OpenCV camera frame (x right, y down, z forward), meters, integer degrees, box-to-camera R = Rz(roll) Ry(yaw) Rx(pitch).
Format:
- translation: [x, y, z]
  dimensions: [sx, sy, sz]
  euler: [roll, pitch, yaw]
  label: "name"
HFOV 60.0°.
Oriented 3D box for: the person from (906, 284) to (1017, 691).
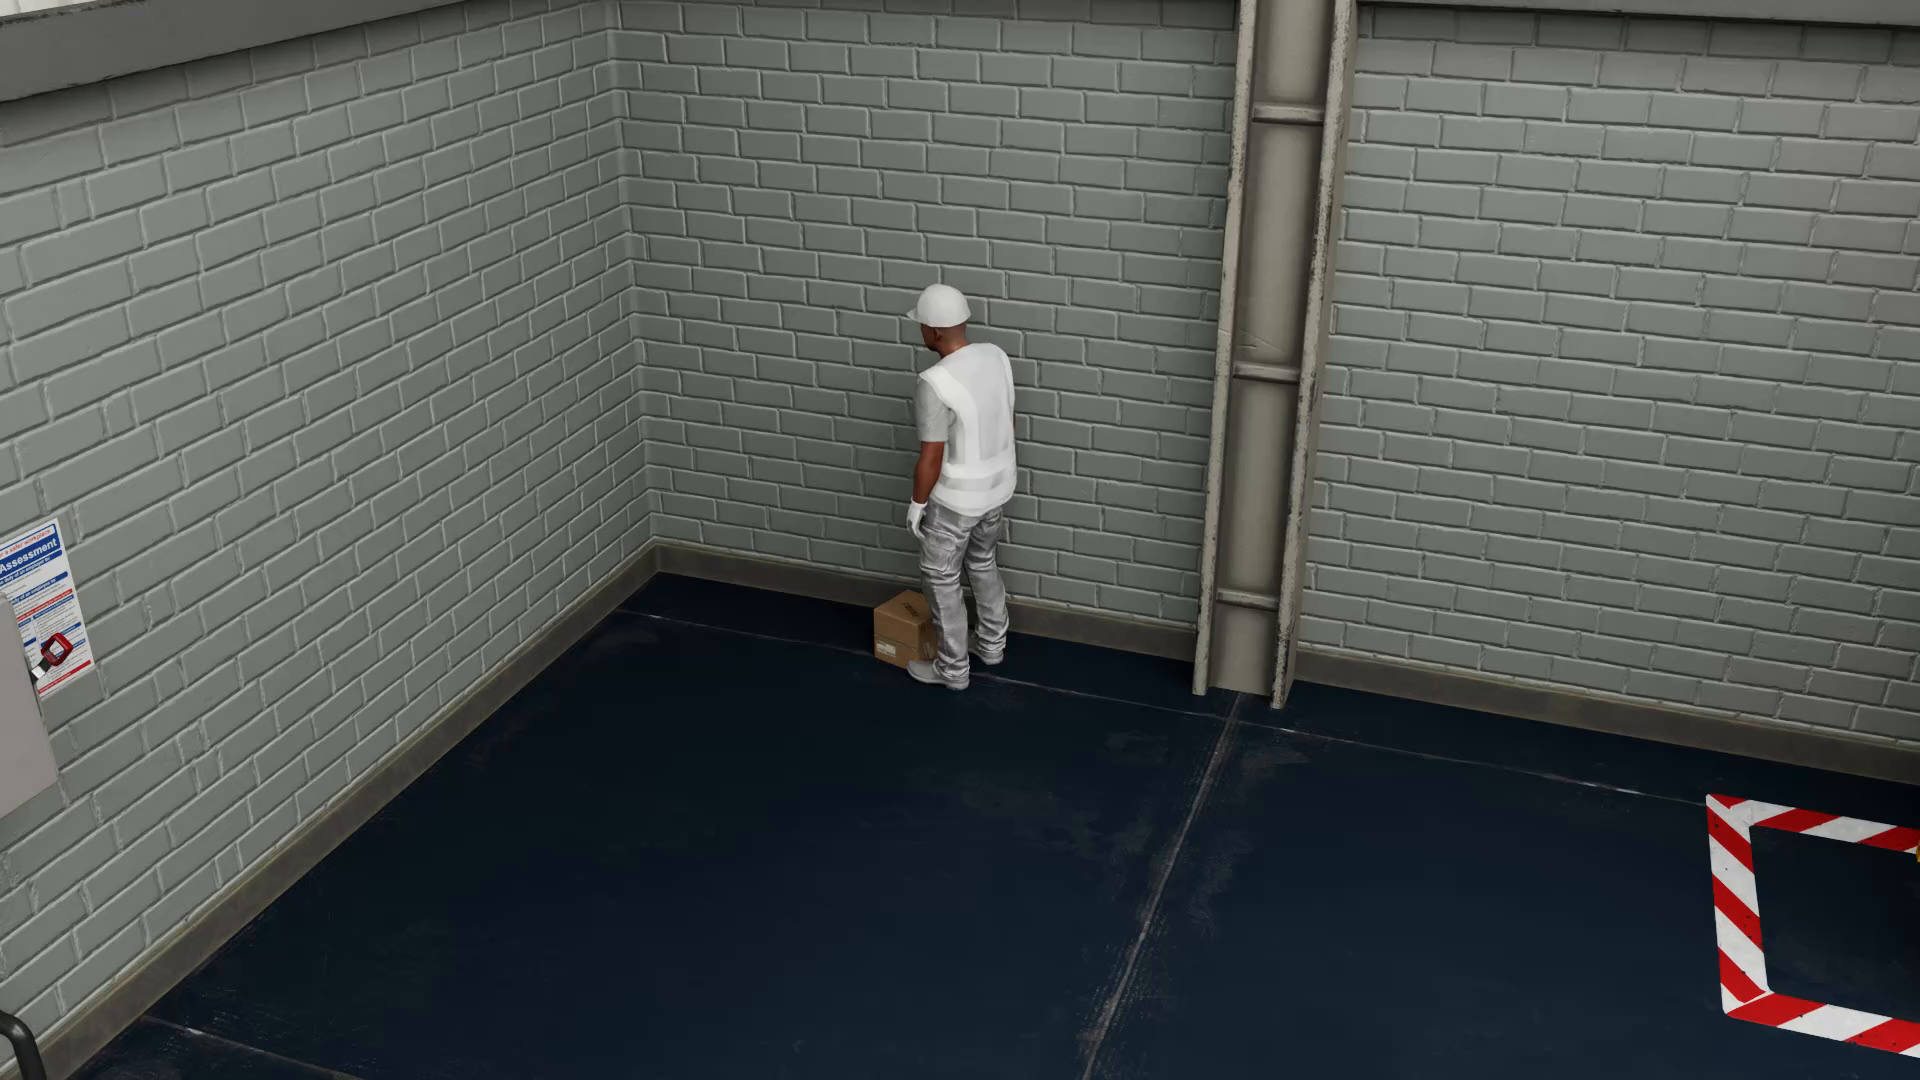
- translation: [-0.004, -0.218, 7.055]
  dimensions: [0.450, 1.773, 0.614]
  euler: [19, 31, 34]
  label: "person"
